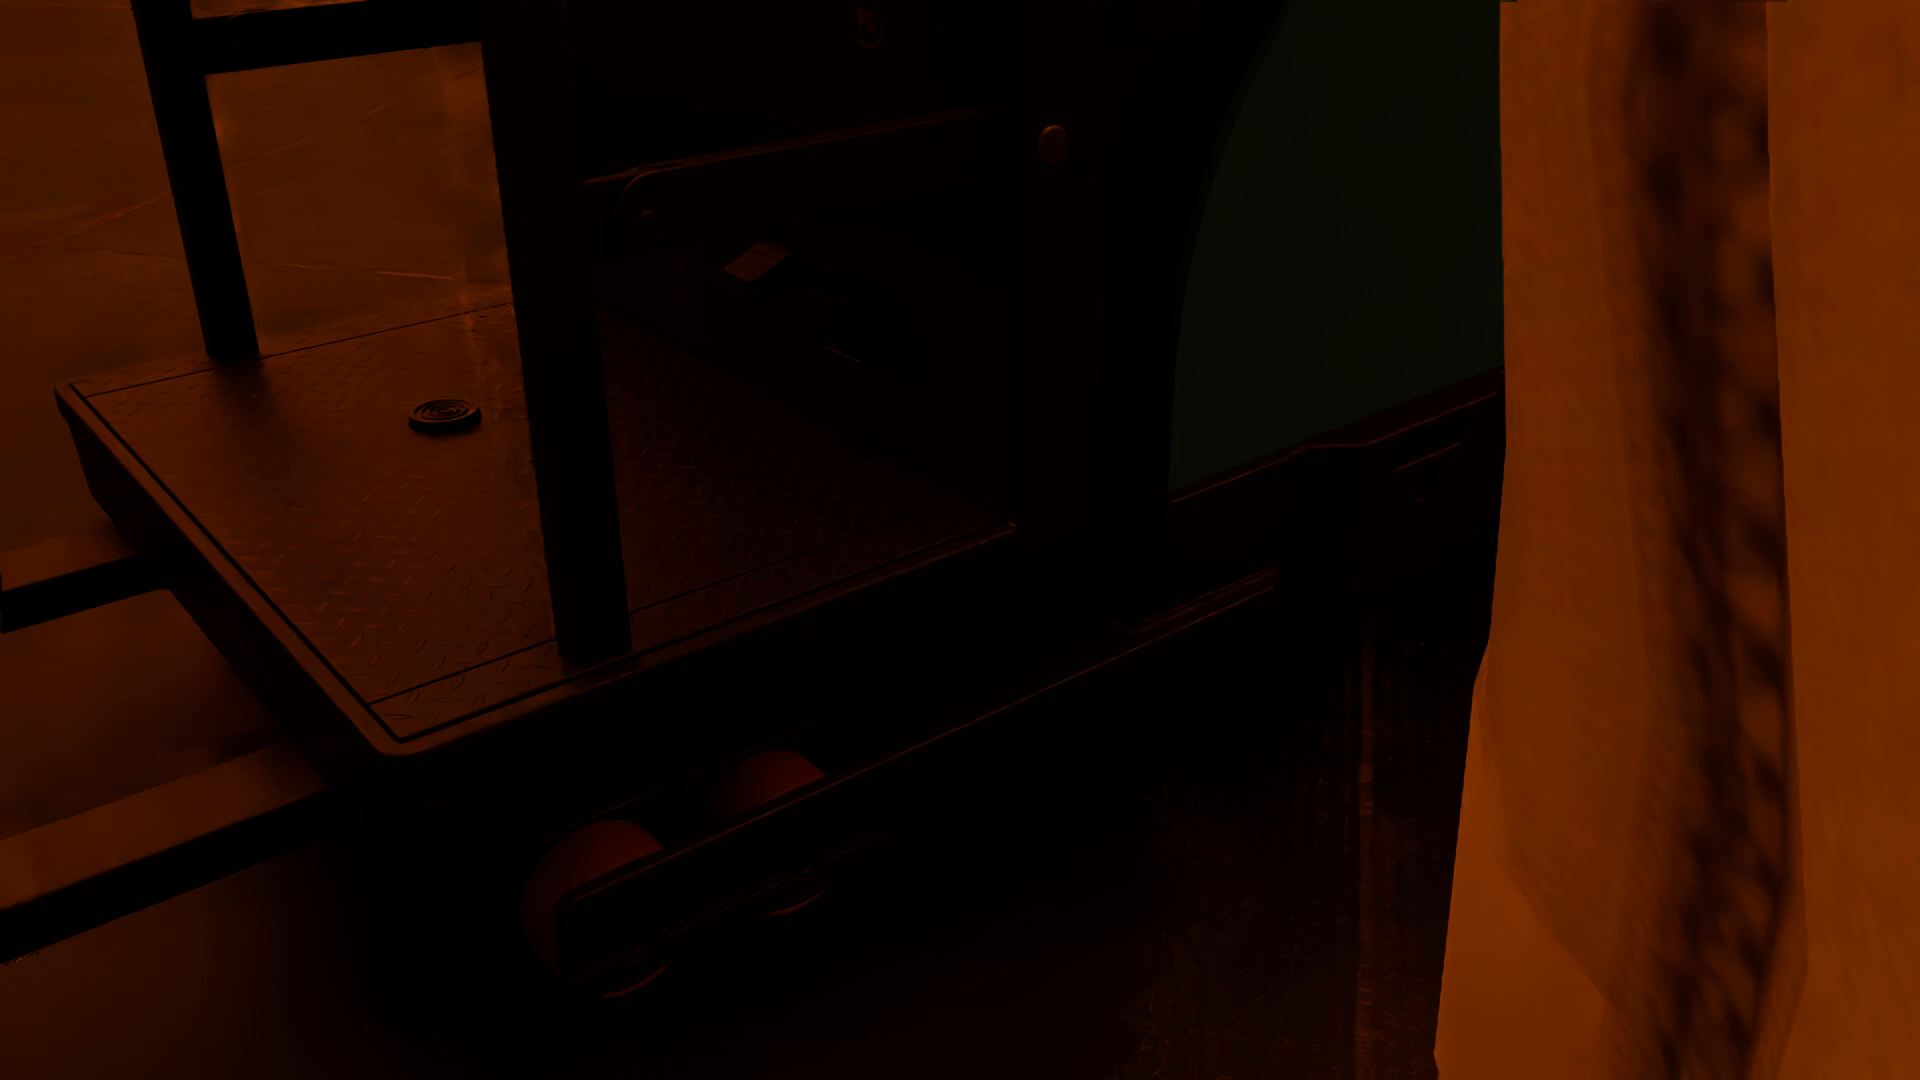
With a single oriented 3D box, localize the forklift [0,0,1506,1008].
[{"bbox_3d":[-0.436,-1.133,1.492,3.031,2.935,1.130,-20,33,-34],"label":"forklift"}]
